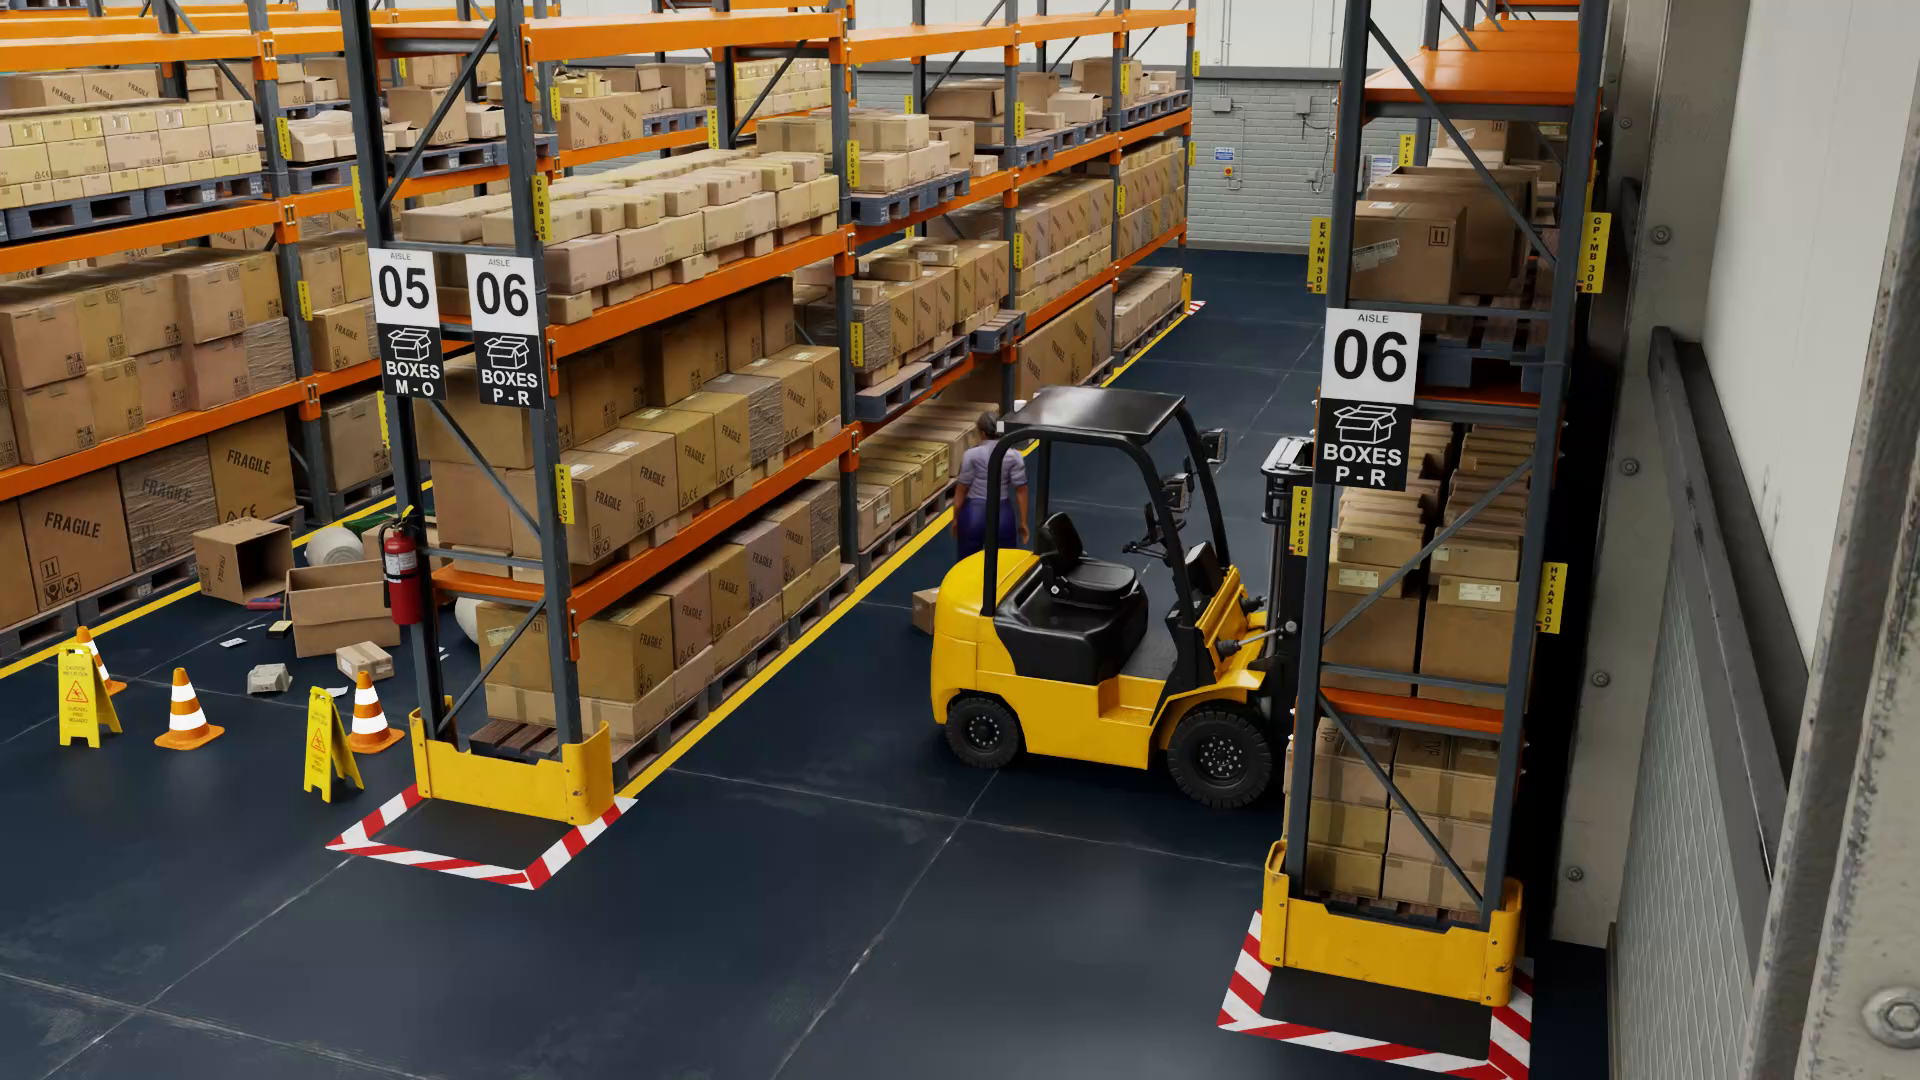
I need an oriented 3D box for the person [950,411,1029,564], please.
[{"bbox_3d":[0.245,-0.112,11.863,0.617,1.649,0.373,-3,19,-9],"label":"person"}]
